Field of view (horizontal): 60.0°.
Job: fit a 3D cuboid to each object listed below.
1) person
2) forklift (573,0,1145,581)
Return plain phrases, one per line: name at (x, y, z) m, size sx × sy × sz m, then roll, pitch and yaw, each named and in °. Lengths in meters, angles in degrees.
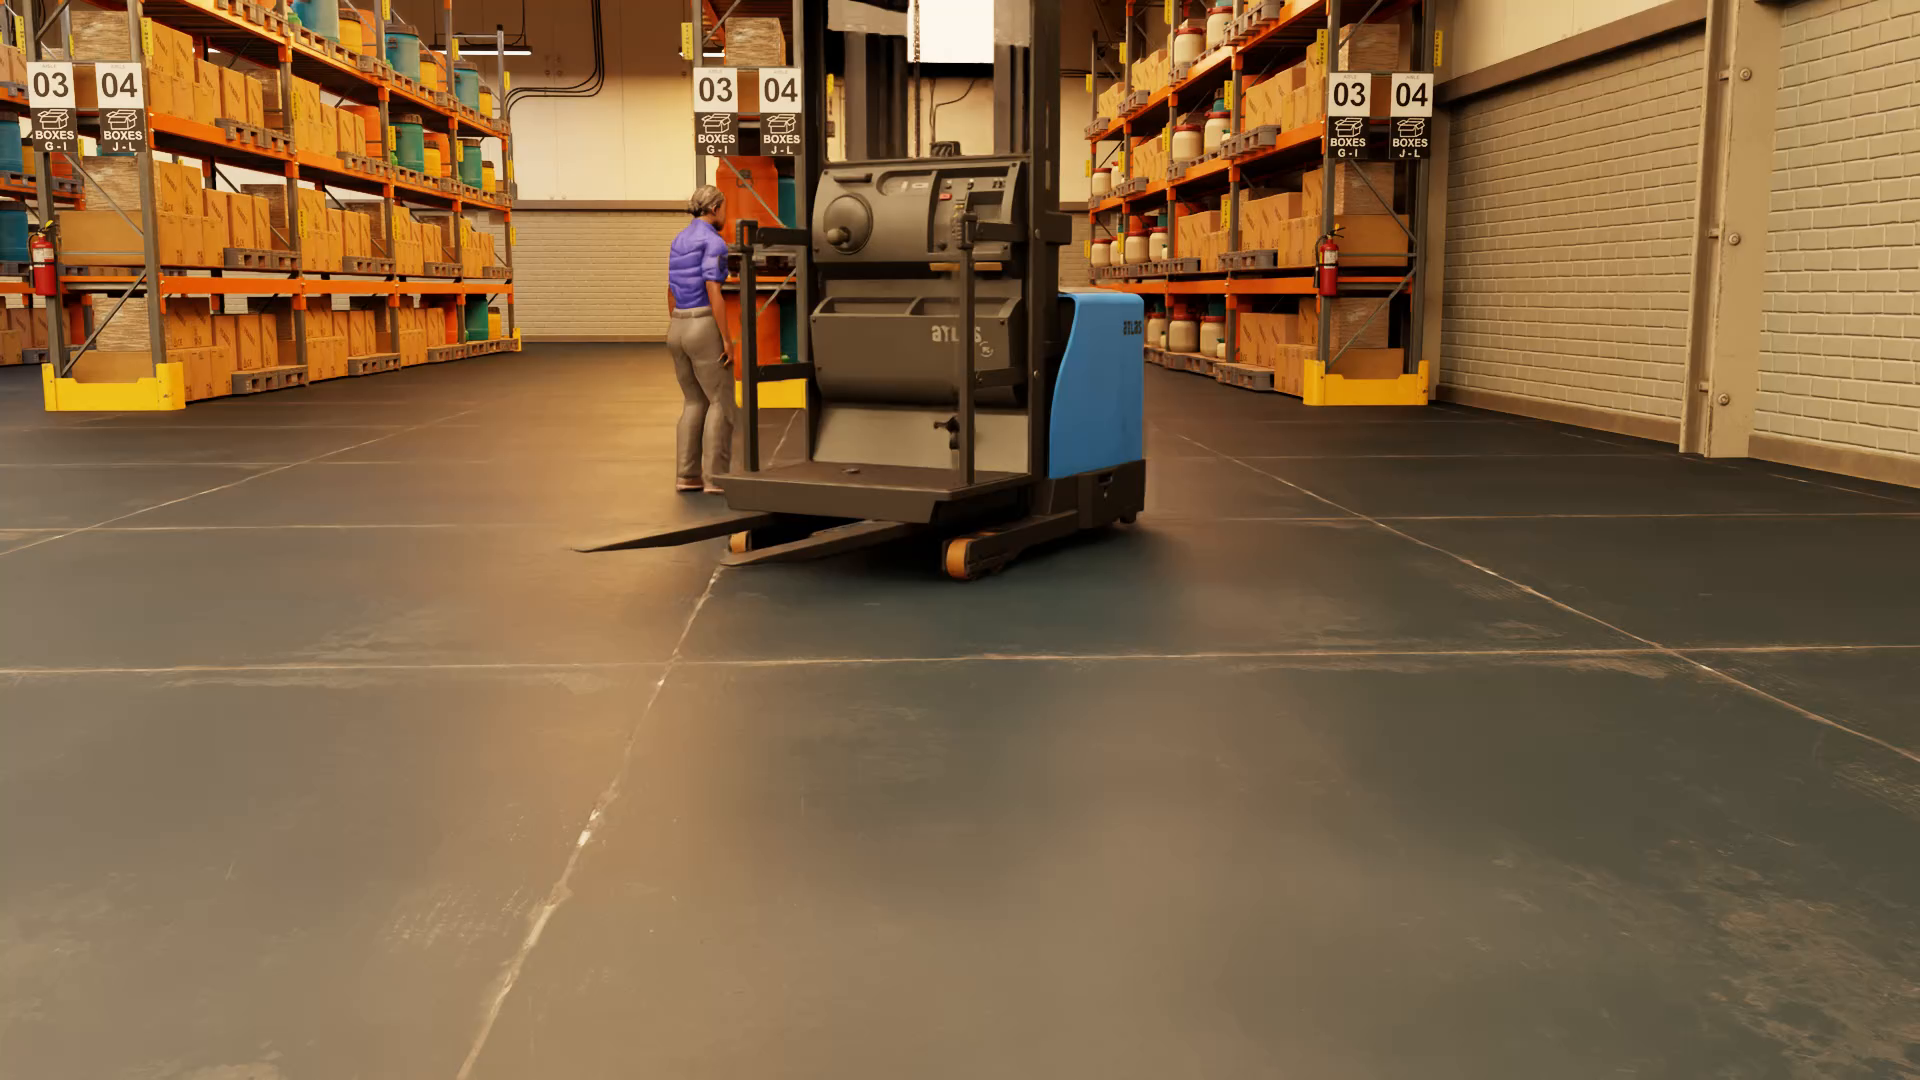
person at (-1.382, -1.083, 8.986) m, size 0.351 × 1.653 × 0.511 m, roll -7°, pitch 11°, yaw -40°
forklift at (-0.284, -1.370, 6.557) m, size 1.130 × 2.935 × 3.031 m, roll 5°, pitch 10°, yaw 28°
